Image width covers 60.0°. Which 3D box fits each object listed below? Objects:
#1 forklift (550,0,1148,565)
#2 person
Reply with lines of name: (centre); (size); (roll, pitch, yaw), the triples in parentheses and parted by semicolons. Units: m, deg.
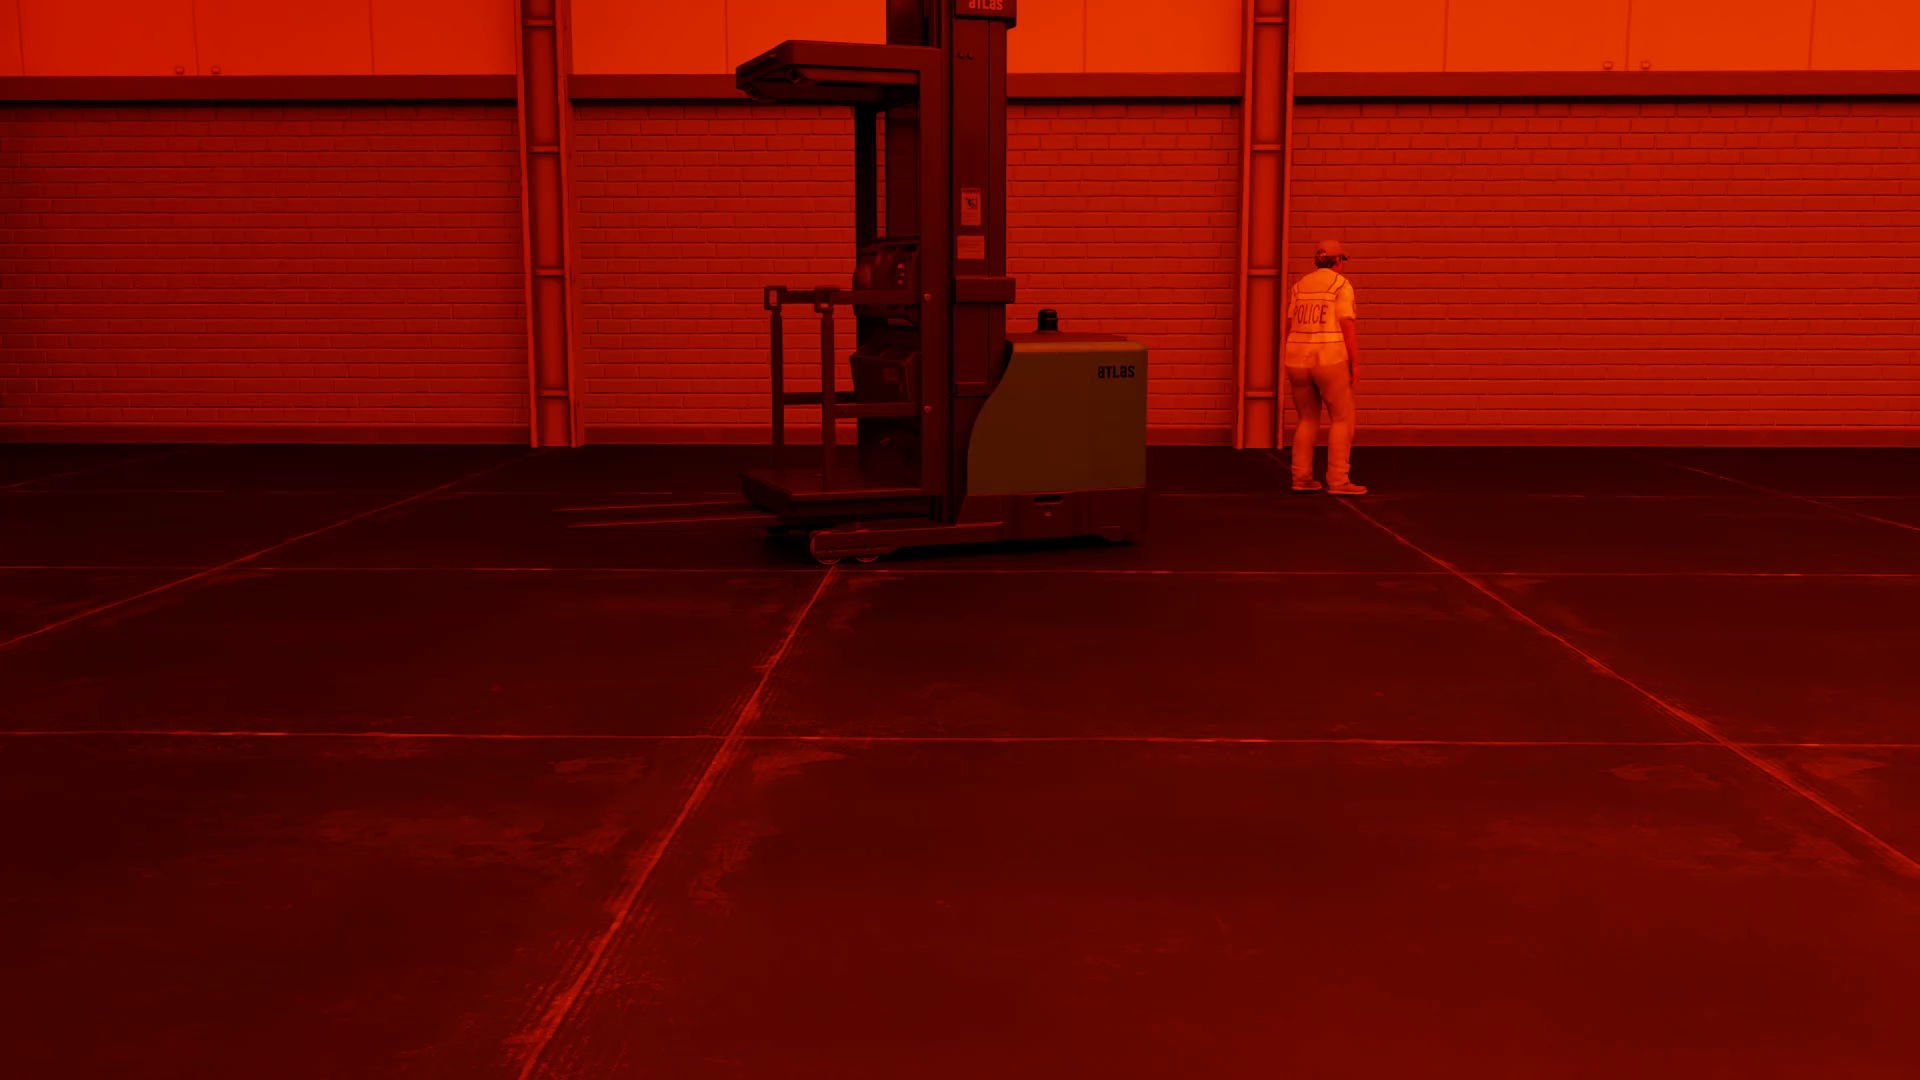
forklift: (-0.569, -1.416, 8.568); (3.031, 2.935, 1.130); (-3, 9, -20)
person: (2.408, -1.138, 10.950); (0.470, 1.665, 0.562); (-8, 12, -42)
